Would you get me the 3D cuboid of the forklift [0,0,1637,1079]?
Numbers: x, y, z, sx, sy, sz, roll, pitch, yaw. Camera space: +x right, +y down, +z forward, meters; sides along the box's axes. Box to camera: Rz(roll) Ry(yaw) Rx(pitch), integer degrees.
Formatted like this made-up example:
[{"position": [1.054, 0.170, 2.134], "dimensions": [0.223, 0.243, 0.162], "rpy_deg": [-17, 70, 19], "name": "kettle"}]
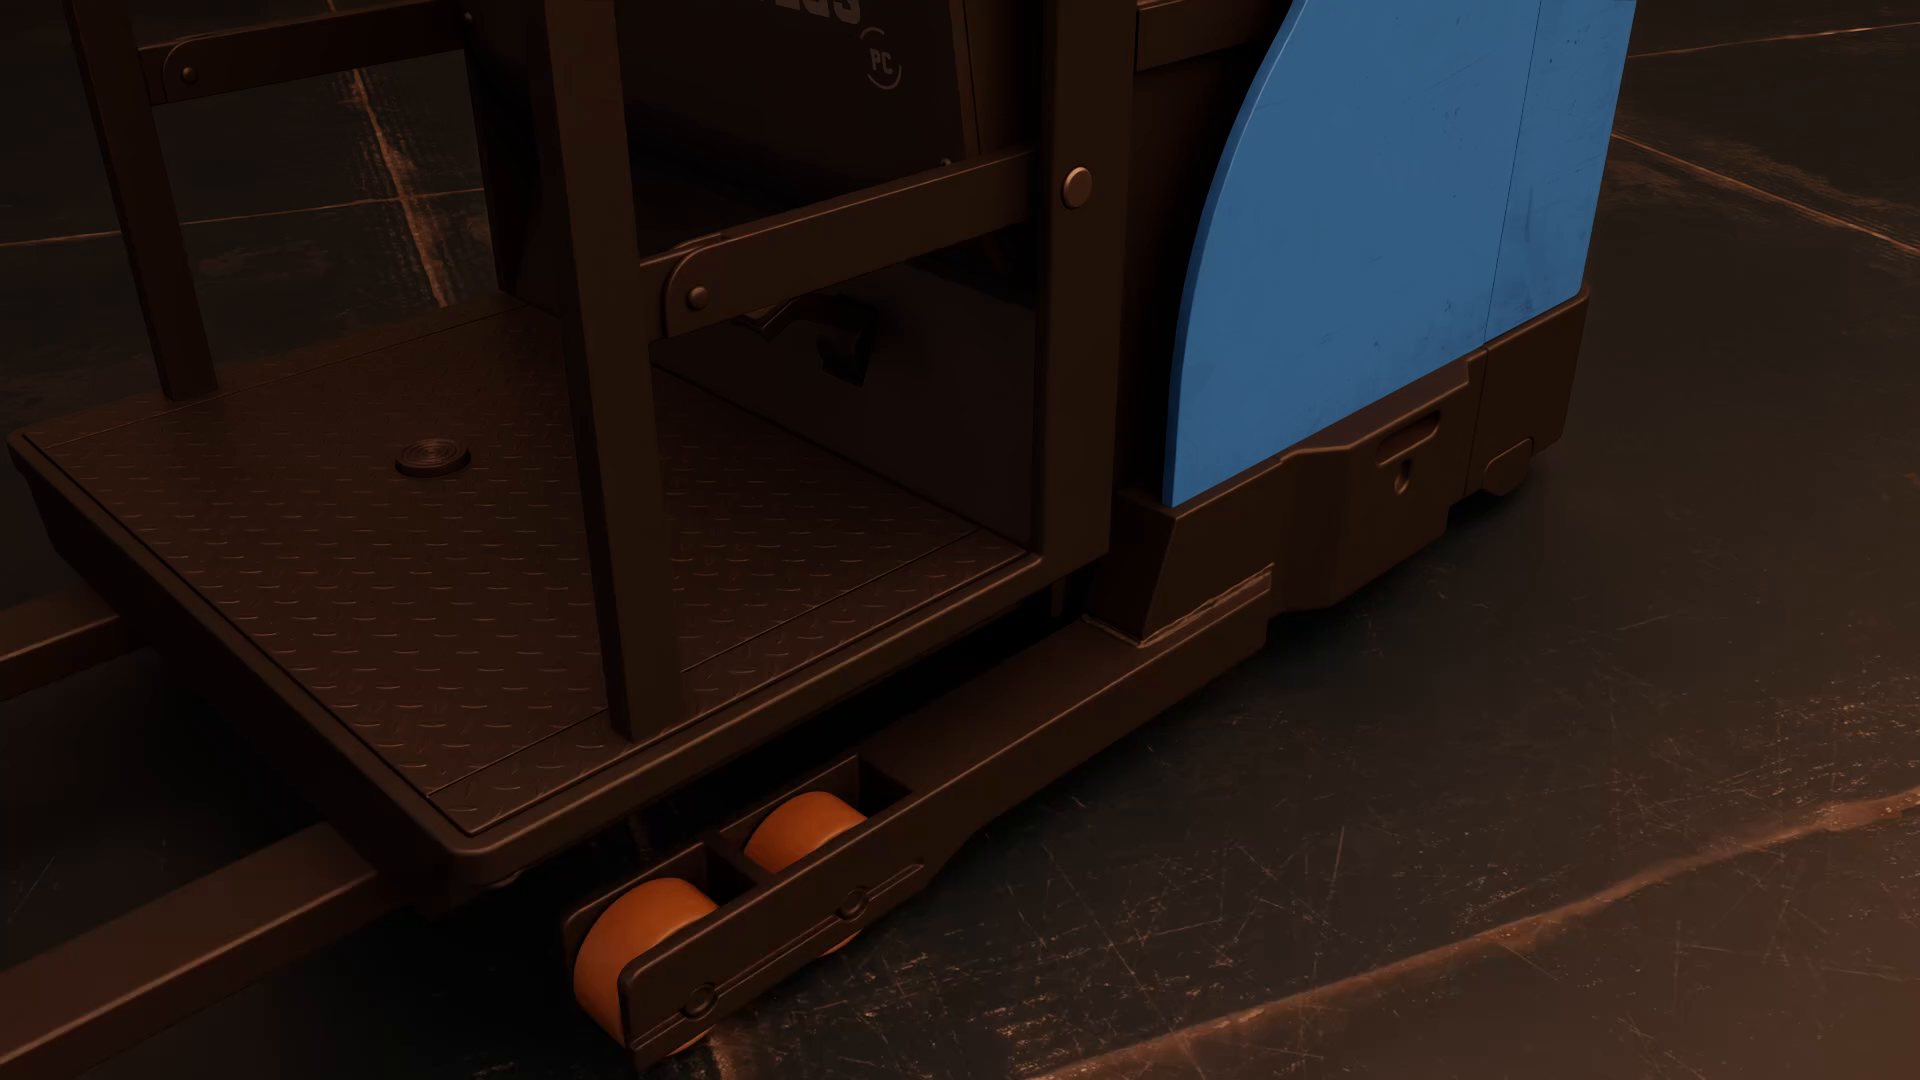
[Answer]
[{"position": [-0.435, -1.063, 1.405], "dimensions": [3.031, 2.935, 1.130], "rpy_deg": [-26, 39, -37], "name": "forklift"}]
